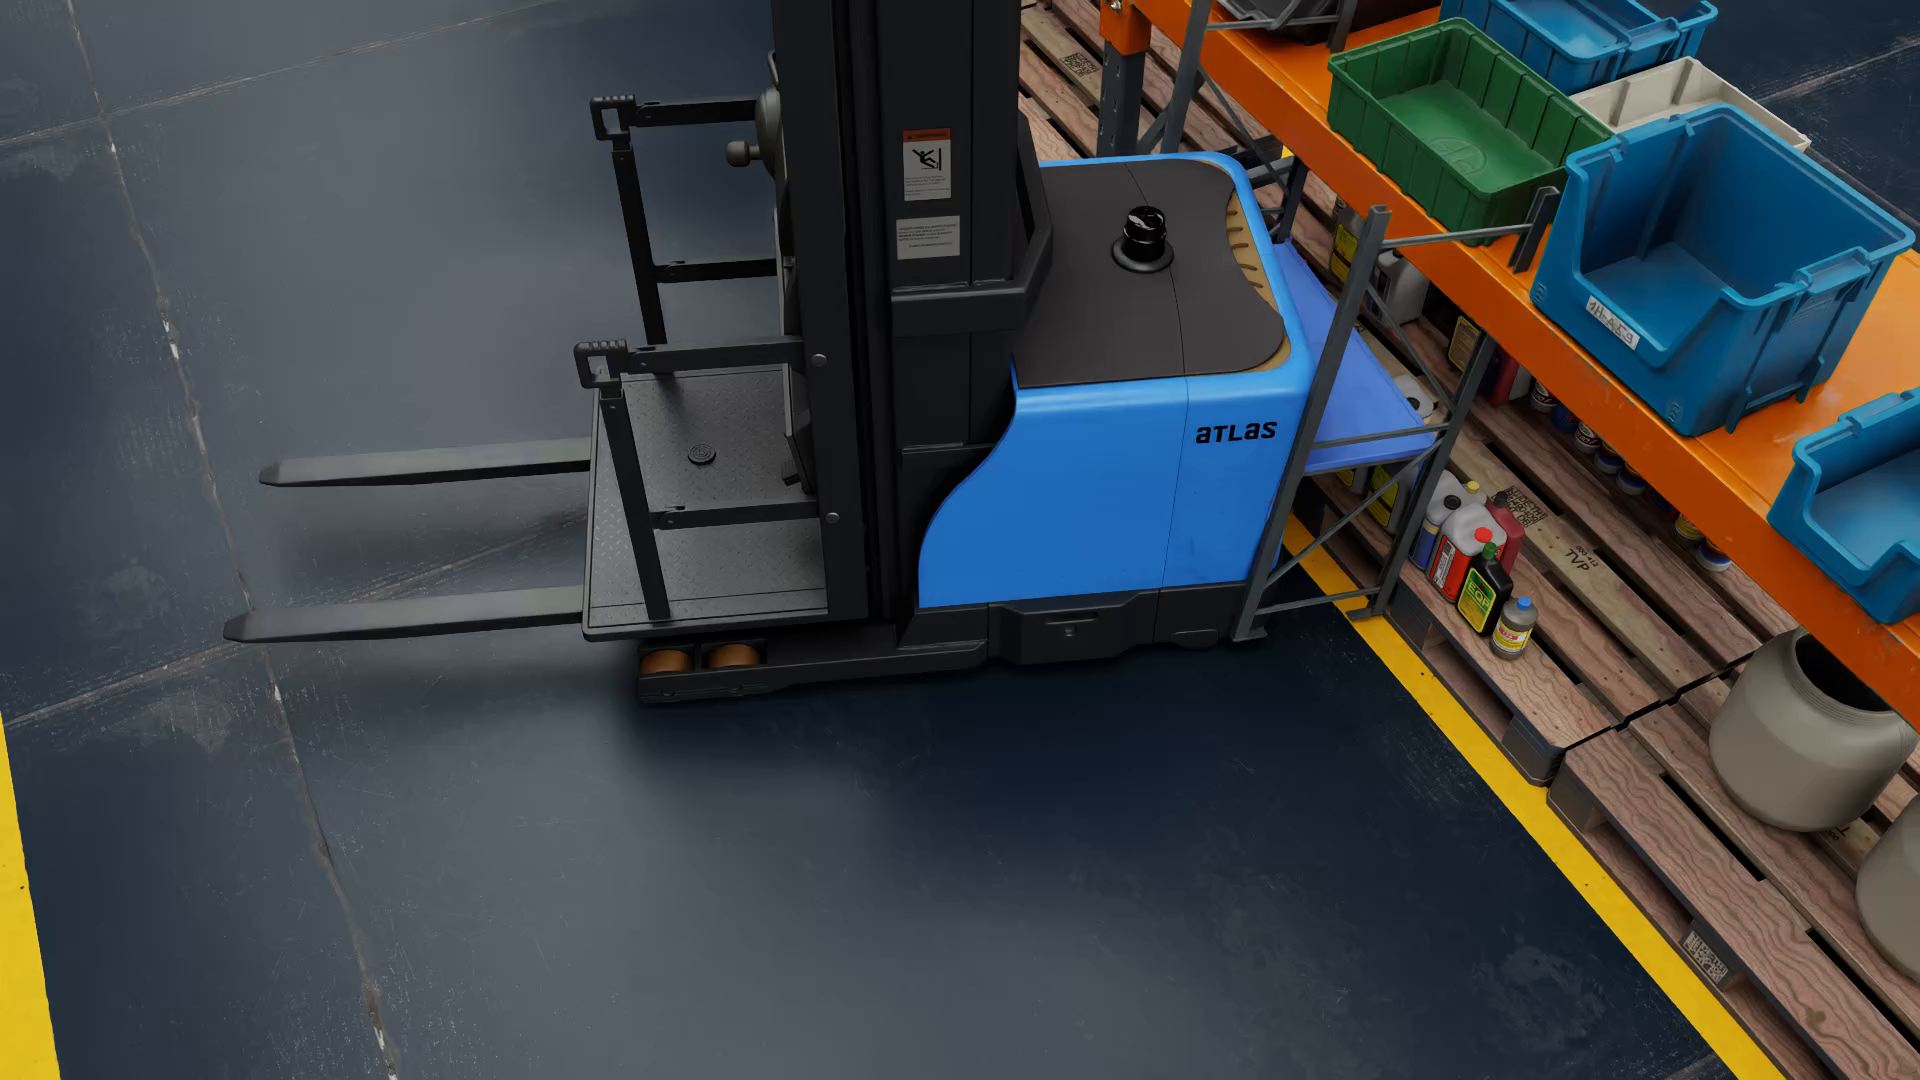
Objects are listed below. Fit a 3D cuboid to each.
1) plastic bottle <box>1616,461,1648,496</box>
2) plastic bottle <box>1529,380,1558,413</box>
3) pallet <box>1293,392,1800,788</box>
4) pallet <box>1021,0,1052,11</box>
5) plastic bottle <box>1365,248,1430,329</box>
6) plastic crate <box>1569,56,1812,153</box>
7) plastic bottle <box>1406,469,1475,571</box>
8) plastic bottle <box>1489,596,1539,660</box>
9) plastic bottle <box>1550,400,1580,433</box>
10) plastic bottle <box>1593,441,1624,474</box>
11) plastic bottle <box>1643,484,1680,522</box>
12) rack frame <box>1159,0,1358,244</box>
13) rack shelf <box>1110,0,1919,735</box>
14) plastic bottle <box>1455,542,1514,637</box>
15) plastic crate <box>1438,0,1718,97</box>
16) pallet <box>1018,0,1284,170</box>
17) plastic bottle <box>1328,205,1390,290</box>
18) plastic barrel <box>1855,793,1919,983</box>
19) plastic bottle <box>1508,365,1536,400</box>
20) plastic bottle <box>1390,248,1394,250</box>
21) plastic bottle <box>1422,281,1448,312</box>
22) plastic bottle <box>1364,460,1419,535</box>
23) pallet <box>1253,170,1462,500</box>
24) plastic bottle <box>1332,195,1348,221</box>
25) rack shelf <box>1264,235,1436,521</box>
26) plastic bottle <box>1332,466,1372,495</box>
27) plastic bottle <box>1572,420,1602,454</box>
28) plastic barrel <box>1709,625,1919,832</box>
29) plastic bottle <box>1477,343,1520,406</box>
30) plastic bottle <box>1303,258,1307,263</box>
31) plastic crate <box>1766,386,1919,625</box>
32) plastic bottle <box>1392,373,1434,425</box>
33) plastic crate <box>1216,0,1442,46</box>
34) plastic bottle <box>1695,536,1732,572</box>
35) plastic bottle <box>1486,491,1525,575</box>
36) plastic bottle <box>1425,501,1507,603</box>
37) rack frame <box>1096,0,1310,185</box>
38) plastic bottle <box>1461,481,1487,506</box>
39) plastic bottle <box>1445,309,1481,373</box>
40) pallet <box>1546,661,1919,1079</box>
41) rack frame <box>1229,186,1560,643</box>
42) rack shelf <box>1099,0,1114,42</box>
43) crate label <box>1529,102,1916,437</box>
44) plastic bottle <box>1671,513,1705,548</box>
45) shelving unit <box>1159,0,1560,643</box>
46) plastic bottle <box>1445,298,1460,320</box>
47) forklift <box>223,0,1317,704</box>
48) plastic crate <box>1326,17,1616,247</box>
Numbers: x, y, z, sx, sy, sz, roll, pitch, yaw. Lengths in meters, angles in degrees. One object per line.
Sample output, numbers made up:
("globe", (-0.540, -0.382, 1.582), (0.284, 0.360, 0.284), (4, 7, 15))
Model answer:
("plastic bottle", (2.064, -0.261, 5.006), (0.097, 0.271, 0.097), (0, 49, 0))
("plastic bottle", (1.879, -0.509, 5.269), (0.097, 0.201, 0.097), (0, 49, 0))
("pallet", (1.776, 0.058, 5.059), (1.003, 0.211, 1.213), (-21, 52, -18))
("pallet", (-0.013, -2.554, 7.343), (1.003, 0.211, 1.213), (-21, 52, -18))
("plastic bottle", (1.462, -0.862, 5.528), (0.152, 0.276, 0.135), (-21, 52, -18))
("plastic crate", (1.911, -1.055, 4.356), (0.530, 0.136, 0.437), (-21, 52, -18))
("plastic bottle", (1.389, -0.062, 4.829), (0.152, 0.276, 0.135), (-23, 53, -19))
("plastic bottle", (1.543, 0.234, 4.620), (0.097, 0.201, 0.097), (0, 49, 0))
("plastic bottle", (1.926, -0.464, 5.183), (0.097, 0.271, 0.097), (0, 49, 0))
("plastic bottle", (2.018, -0.328, 5.065), (0.097, 0.271, 0.097), (0, 49, 0))
("plastic bottle", (2.134, -0.194, 4.939), (0.061, 0.283, 0.133), (-20, 52, -17))
("rack frame", (0.797, -0.984, 5.070), (0.500, 1.500, 0.032), (-9, 48, -17))
("rack shelf", (1.858, -0.566, 4.230), (1.077, 0.370, 4.000), (-21, 52, -18))
("plastic bottle", (1.474, 0.135, 4.652), (0.061, 0.283, 0.133), (-20, 52, -17))
("plastic crate", (1.691, -1.446, 4.620), (0.499, 0.251, 0.616), (-21, 52, -18))
("pallet", (0.549, -1.736, 6.628), (1.003, 0.211, 1.213), (-21, 52, -18))
("plastic bottle", (1.366, -1.033, 5.628), (0.144, 0.351, 0.185), (-21, 52, -18))
("plastic barrel", (2.404, 0.802, 3.930), (0.421, 0.512, 0.421), (0, 49, 0))
("plastic bottle", (1.801, -0.603, 5.302), (0.152, 0.276, 0.135), (-20, 52, -17))
("plastic bottle", (1.494, -1.083, 5.672), (0.144, 0.351, 0.185), (-22, 53, -18))
("plastic bottle", (1.582, -0.954, 5.559), (0.144, 0.351, 0.185), (-24, 53, -19))
("plastic bottle", (1.309, -0.196, 4.896), (0.144, 0.351, 0.185), (-19, 52, -16))
("pallet", (1.213, -0.760, 5.774), (1.003, 0.211, 1.213), (-21, 52, -18))
("plastic bottle", (1.386, -1.230, 5.900), (0.097, 0.201, 0.097), (0, 49, 0))
("rack shelf", (0.933, -0.502, 4.869), (0.538, 0.185, 1.000), (-9, 48, -17))
("plastic bottle", (1.224, -0.321, 5.005), (0.144, 0.351, 0.185), (-22, 52, -18))
("plastic bottle", (1.973, -0.372, 5.149), (0.097, 0.201, 0.097), (0, 49, 0))
("plastic barrel", (2.175, 0.467, 4.223), (0.421, 0.512, 0.421), (0, 49, 0))
("plastic bottle", (1.706, -0.569, 5.267), (0.061, 0.283, 0.133), (-21, 52, -18))
("plastic bottle", (1.072, -0.781, 5.408), (0.144, 0.351, 0.185), (-21, 52, -18))
("plastic crate", (1.986, -0.084, 3.430), (0.499, 0.251, 0.408), (-21, 52, -18))
("plastic bottle", (1.345, -0.364, 5.093), (0.152, 0.276, 0.135), (-21, 52, -18))
("plastic crate", (1.070, -1.727, 4.809), (0.767, 0.338, 0.504), (-21, 52, -18))
("plastic bottle", (2.221, -0.032, 4.806), (0.097, 0.271, 0.097), (0, 49, 0))
("plastic bottle", (1.547, -0.009, 4.777), (0.061, 0.283, 0.133), (-21, 52, -18))
("plastic bottle", (1.452, 0.031, 4.747), (0.152, 0.276, 0.135), (-21, 52, -17))
("rack frame", (0.943, -2.142, 5.130), (1.000, 3.000, 0.127), (-21, 52, -18))
("plastic bottle", (1.491, -0.093, 4.905), (0.097, 0.201, 0.097), (0, 49, 0))
("plastic bottle", (1.650, -0.663, 5.350), (0.061, 0.283, 0.133), (-21, 52, -18))
("pallet", (2.330, 0.873, 4.346), (1.003, 0.211, 1.213), (-21, 52, -18))
("rack frame", (1.107, -0.272, 4.414), (0.500, 1.500, 0.032), (-9, 48, -17))
("rack shelf", (0.028, -3.243, 6.572), (1.077, 0.370, 4.000), (-21, 52, -18))
("crate label", (1.691, -0.615, 3.772), (0.502, 0.435, 0.616), (-21, 52, -18))
("plastic bottle", (2.174, -0.078, 4.892), (0.097, 0.201, 0.097), (0, 49, 0))
("shelving unit", (0.952, -0.628, 4.742), (0.538, 1.500, 1.048), (-9, 48, -17))
("plastic bottle", (1.693, -0.837, 5.502), (0.061, 0.283, 0.133), (-18, 51, -15))
("forklift", (-0.621, -0.914, 4.102), (3.031, 2.935, 1.130), (-5, 49, -4))
("plastic crate", (1.313, -1.066, 4.331), (0.450, 0.188, 0.662), (-21, 52, -18))
